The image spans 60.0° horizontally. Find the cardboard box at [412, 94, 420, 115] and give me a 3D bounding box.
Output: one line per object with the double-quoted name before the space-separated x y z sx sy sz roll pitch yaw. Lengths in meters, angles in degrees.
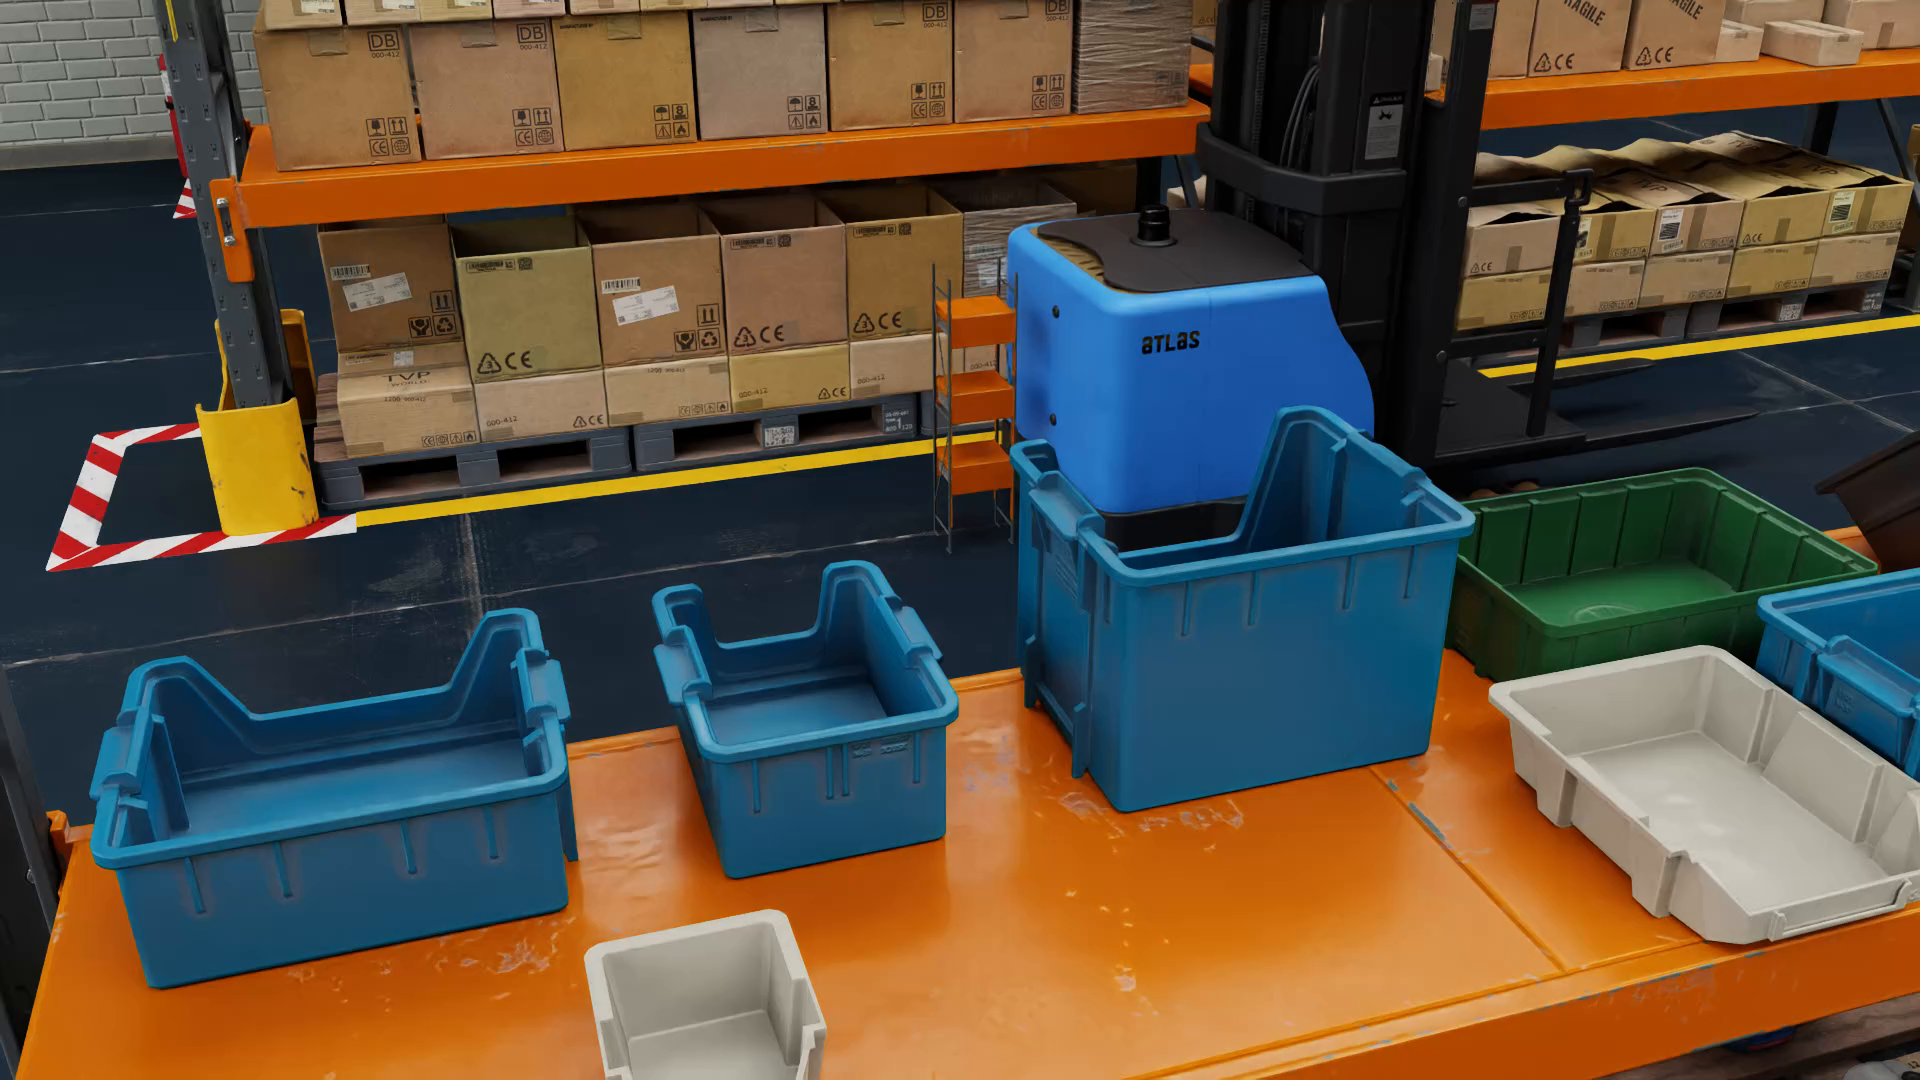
"cardboard box" -3.628 -2.768 10.981 0.500 0.311 0.500 -12 29 -22

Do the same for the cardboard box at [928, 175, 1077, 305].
"cardboard box" 0.175 -1.247 7.165 0.500 0.500 0.500 -8 28 -16

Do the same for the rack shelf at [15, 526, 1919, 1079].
"rack shelf" 0.656 0.518 2.643 4.000 0.370 1.077 -8 28 -16

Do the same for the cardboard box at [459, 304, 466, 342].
"cardboard box" -1.886 -0.853 7.215 0.500 0.250 0.500 -8 28 -16

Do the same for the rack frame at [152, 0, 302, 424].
"rack frame" -2.776 -1.624 6.148 0.127 3.000 1.000 -8 28 -16

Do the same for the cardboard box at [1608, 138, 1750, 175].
"cardboard box" 3.745 -1.910 8.712 0.500 0.311 0.500 -9 28 -17

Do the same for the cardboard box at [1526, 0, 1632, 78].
"cardboard box" 2.740 -2.460 7.720 0.500 0.500 0.500 -8 28 -16

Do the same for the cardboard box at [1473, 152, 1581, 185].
"cardboard box" 2.771 -1.769 8.430 0.500 0.311 0.500 -9 28 -17

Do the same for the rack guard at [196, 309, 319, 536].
"rack guard" -2.799 -0.501 6.697 0.348 0.500 1.175 -8 28 -16

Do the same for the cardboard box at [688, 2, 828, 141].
"cardboard box" -0.857 -1.942 6.676 0.500 0.500 0.700 -7 27 -15

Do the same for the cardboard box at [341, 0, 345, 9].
"cardboard box" -2.223 -2.129 6.324 0.250 0.149 0.380 -8 27 -15

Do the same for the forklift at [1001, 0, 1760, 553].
"forklift" 1.737 -1.549 6.074 3.031 2.935 1.130 -9 28 -17

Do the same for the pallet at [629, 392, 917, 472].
"pallet" -0.904 -0.665 7.351 1.213 0.211 1.003 -8 28 -16

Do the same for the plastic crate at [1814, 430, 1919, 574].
"plastic crate" 2.021 -0.034 3.015 0.504 0.338 0.767 -8 28 -16

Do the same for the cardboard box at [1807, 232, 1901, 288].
"cardboard box" 4.406 -1.507 8.531 0.500 0.250 0.500 -8 27 -15

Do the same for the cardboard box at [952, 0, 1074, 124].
"cardboard box" 0.108 -2.081 6.955 0.500 0.500 0.700 -9 28 -17

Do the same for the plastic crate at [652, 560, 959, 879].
"plastic crate" -0.243 0.255 2.530 0.408 0.251 0.499 -8 28 -16

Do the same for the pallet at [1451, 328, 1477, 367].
"pallet" 1.716 -1.044 8.115 1.213 0.211 1.003 -8 28 -16

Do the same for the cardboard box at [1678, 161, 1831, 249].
"cardboard box" 3.917 -1.683 8.256 0.500 0.311 0.500 -9 28 -17

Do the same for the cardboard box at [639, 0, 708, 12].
"cardboard box" -1.112 -2.101 6.266 0.250 0.149 0.380 -9 28 -17

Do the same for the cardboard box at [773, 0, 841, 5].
"cardboard box" -0.624 -2.170 6.406 0.250 0.149 0.380 -7 27 -14

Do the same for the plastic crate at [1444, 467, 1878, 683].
"plastic crate" 1.180 0.082 2.949 0.662 0.188 0.450 -8 28 -16

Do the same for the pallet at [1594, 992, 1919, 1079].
"pallet" 1.906 1.244 3.507 1.213 0.211 1.003 -8 28 -16

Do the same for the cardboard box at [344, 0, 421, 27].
"cardboard box" -2.086 -1.960 5.983 0.250 0.149 0.380 -9 28 -17

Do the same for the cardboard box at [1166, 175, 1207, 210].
"cardboard box" 1.324 -1.560 8.007 0.500 0.311 0.500 -8 28 -16

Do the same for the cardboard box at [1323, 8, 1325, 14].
"cardboard box" 1.807 -2.313 7.688 0.258 0.266 0.396 -9 28 -17

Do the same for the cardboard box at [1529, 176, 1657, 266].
"cardboard box" 2.959 -1.546 7.981 0.500 0.311 0.500 -7 27 -15

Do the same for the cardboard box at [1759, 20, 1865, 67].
"cardboard box" 4.061 -2.373 7.938 0.250 0.149 0.380 -8 28 -16

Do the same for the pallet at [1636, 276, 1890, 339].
"pallet" 4.036 -1.380 8.792 1.213 0.211 1.003 -8 28 -16

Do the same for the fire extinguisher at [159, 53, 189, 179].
"fire extinguisher" -3.032 -1.770 6.528 0.183 0.674 0.296 -8 28 -16

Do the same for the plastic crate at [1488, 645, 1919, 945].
"plastic crate" 1.092 0.369 2.430 0.437 0.136 0.530 -8 28 -16

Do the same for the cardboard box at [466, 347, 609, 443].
"cardboard box" -1.723 -0.631 6.767 0.500 0.250 0.500 -8 28 -16

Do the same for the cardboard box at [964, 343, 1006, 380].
"cardboard box" 0.176 -0.910 7.331 0.500 0.250 0.500 -8 28 -16

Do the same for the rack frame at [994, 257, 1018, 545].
"rack frame" 0.167 -0.494 6.065 0.008 1.050 0.200 -8 28 -16

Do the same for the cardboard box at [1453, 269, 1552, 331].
"cardboard box" 2.466 -1.225 7.963 0.500 0.250 0.500 -9 28 -18

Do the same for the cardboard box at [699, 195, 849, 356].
"cardboard box" -0.770 -1.102 6.872 0.500 0.500 0.500 -8 28 -16

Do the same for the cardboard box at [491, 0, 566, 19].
"cardboard box" -1.608 -2.027 6.119 0.250 0.149 0.380 -9 28 -17

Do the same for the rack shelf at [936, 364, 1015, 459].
"rack shelf" 0.051 -0.468 6.036 0.240 0.259 0.215 -8 28 -16

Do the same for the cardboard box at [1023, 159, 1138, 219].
"cardboard box" 0.489 -1.536 7.747 0.500 0.500 0.500 -8 28 -16

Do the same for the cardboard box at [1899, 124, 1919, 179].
"cardboard box" 5.647 -2.031 9.284 0.500 0.500 0.500 -7 27 -14

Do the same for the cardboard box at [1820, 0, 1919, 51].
"cardboard box" 4.471 -2.654 8.323 0.500 0.311 0.500 -7 27 -13

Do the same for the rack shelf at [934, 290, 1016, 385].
"rack shelf" 0.051 -0.722 5.910 0.240 0.259 0.215 -8 28 -16

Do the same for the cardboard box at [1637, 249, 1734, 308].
"cardboard box" 3.438 -1.366 8.249 0.500 0.250 0.500 -8 27 -15

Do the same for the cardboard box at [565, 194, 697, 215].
"cardboard box" -1.412 -1.260 7.191 0.500 0.500 0.500 -8 28 -16

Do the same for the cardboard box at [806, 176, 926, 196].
"cardboard box" -0.461 -1.398 7.469 0.500 0.500 0.500 -8 28 -16

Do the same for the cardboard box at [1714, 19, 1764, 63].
"cardboard box" 3.636 -2.414 8.021 0.250 0.149 0.380 -6 27 -12

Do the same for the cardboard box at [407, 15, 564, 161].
"cardboard box" -1.830 -1.802 6.394 0.500 0.500 0.700 -8 27 -15

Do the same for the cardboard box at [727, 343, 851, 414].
"cardboard box" -0.770 -0.766 7.040 0.500 0.250 0.500 -8 28 -16

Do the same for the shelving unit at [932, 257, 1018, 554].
"shelving unit" 0.051 -0.478 6.031 0.252 1.050 0.215 -8 28 -16

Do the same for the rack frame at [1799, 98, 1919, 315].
"rack frame" 4.831 -2.726 8.367 0.127 3.000 1.000 -8 28 -16

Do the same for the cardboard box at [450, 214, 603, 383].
"cardboard box" -1.722 -0.966 6.599 0.500 0.500 0.500 -8 28 -16

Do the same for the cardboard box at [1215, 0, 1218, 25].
"cardboard box" 2.063 -4.060 12.527 0.500 0.250 0.500 -8 27 -15
